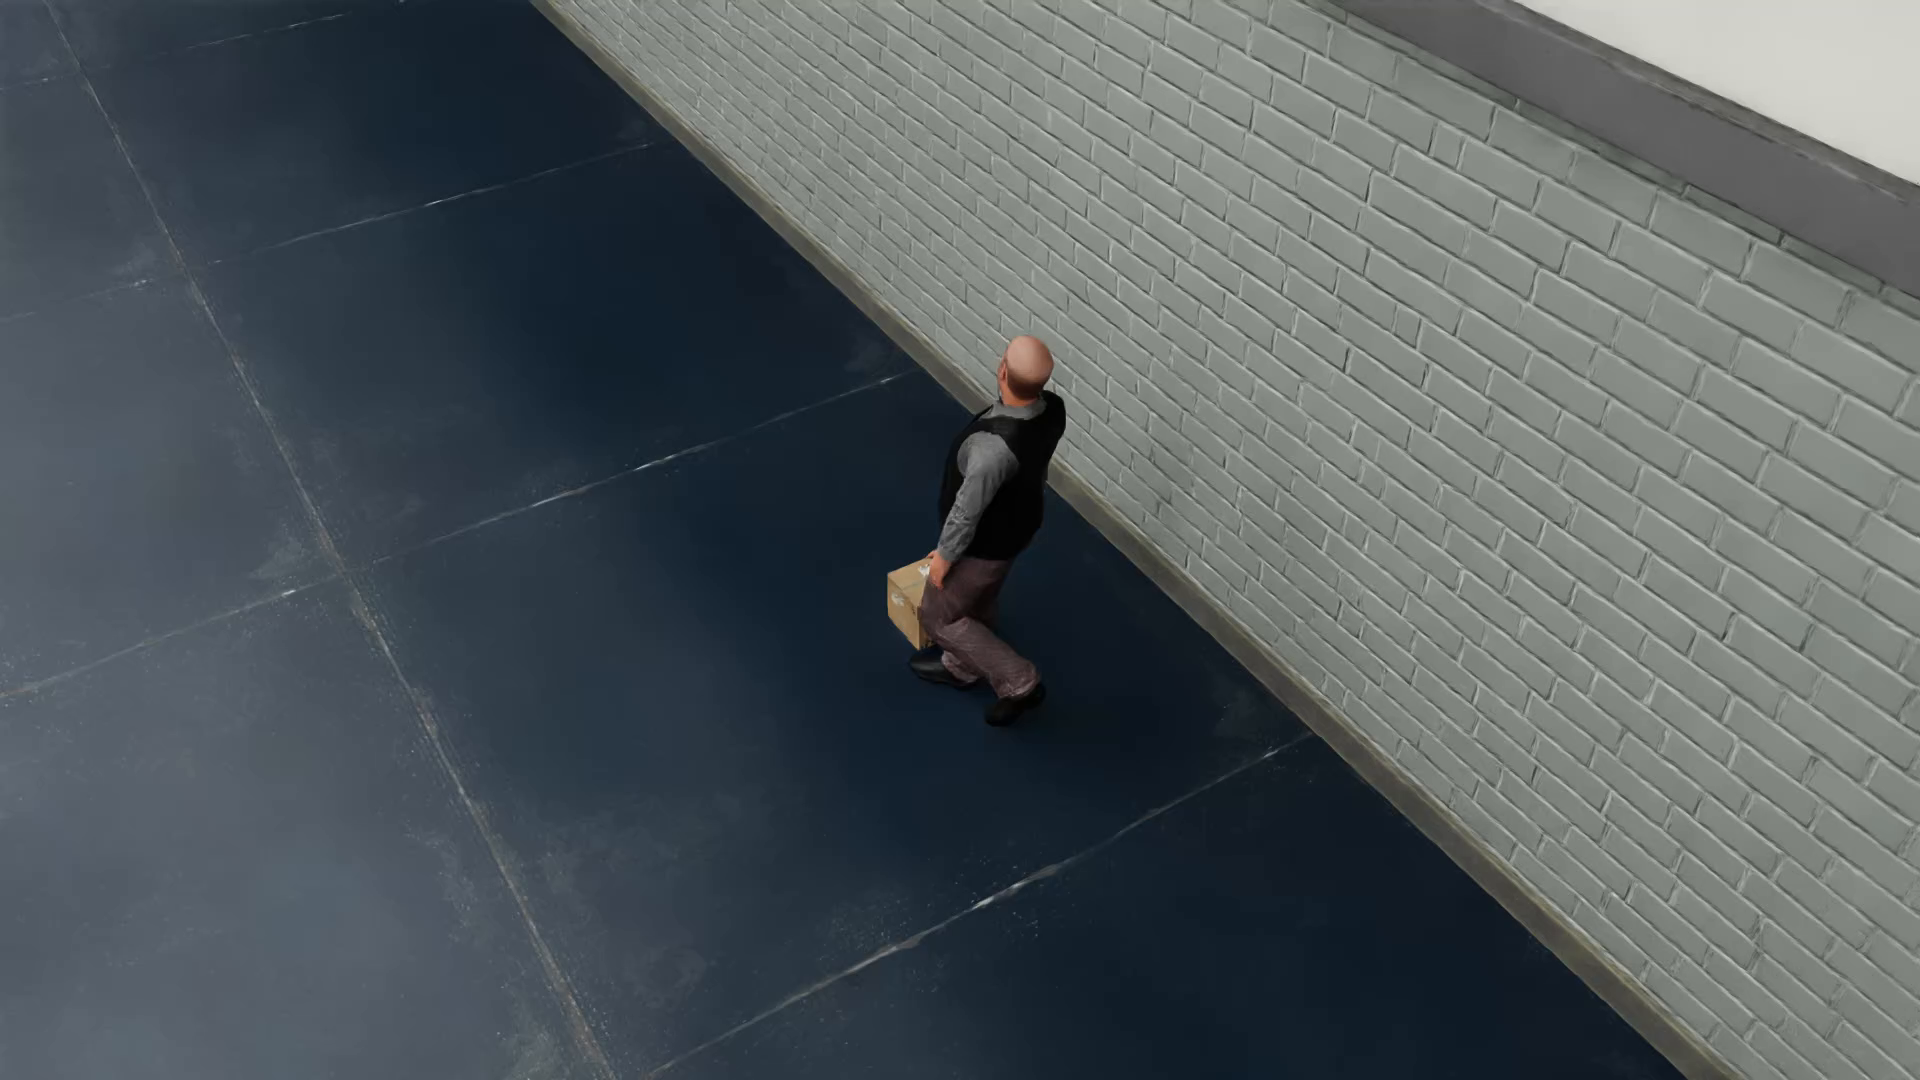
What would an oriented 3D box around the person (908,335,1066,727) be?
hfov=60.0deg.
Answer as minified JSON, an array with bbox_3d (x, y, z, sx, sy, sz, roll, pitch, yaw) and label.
[{"bbox_3d":[0.095,-0.032,6.223,0.677,1.703,0.574,20,45,22],"label":"person"}]
